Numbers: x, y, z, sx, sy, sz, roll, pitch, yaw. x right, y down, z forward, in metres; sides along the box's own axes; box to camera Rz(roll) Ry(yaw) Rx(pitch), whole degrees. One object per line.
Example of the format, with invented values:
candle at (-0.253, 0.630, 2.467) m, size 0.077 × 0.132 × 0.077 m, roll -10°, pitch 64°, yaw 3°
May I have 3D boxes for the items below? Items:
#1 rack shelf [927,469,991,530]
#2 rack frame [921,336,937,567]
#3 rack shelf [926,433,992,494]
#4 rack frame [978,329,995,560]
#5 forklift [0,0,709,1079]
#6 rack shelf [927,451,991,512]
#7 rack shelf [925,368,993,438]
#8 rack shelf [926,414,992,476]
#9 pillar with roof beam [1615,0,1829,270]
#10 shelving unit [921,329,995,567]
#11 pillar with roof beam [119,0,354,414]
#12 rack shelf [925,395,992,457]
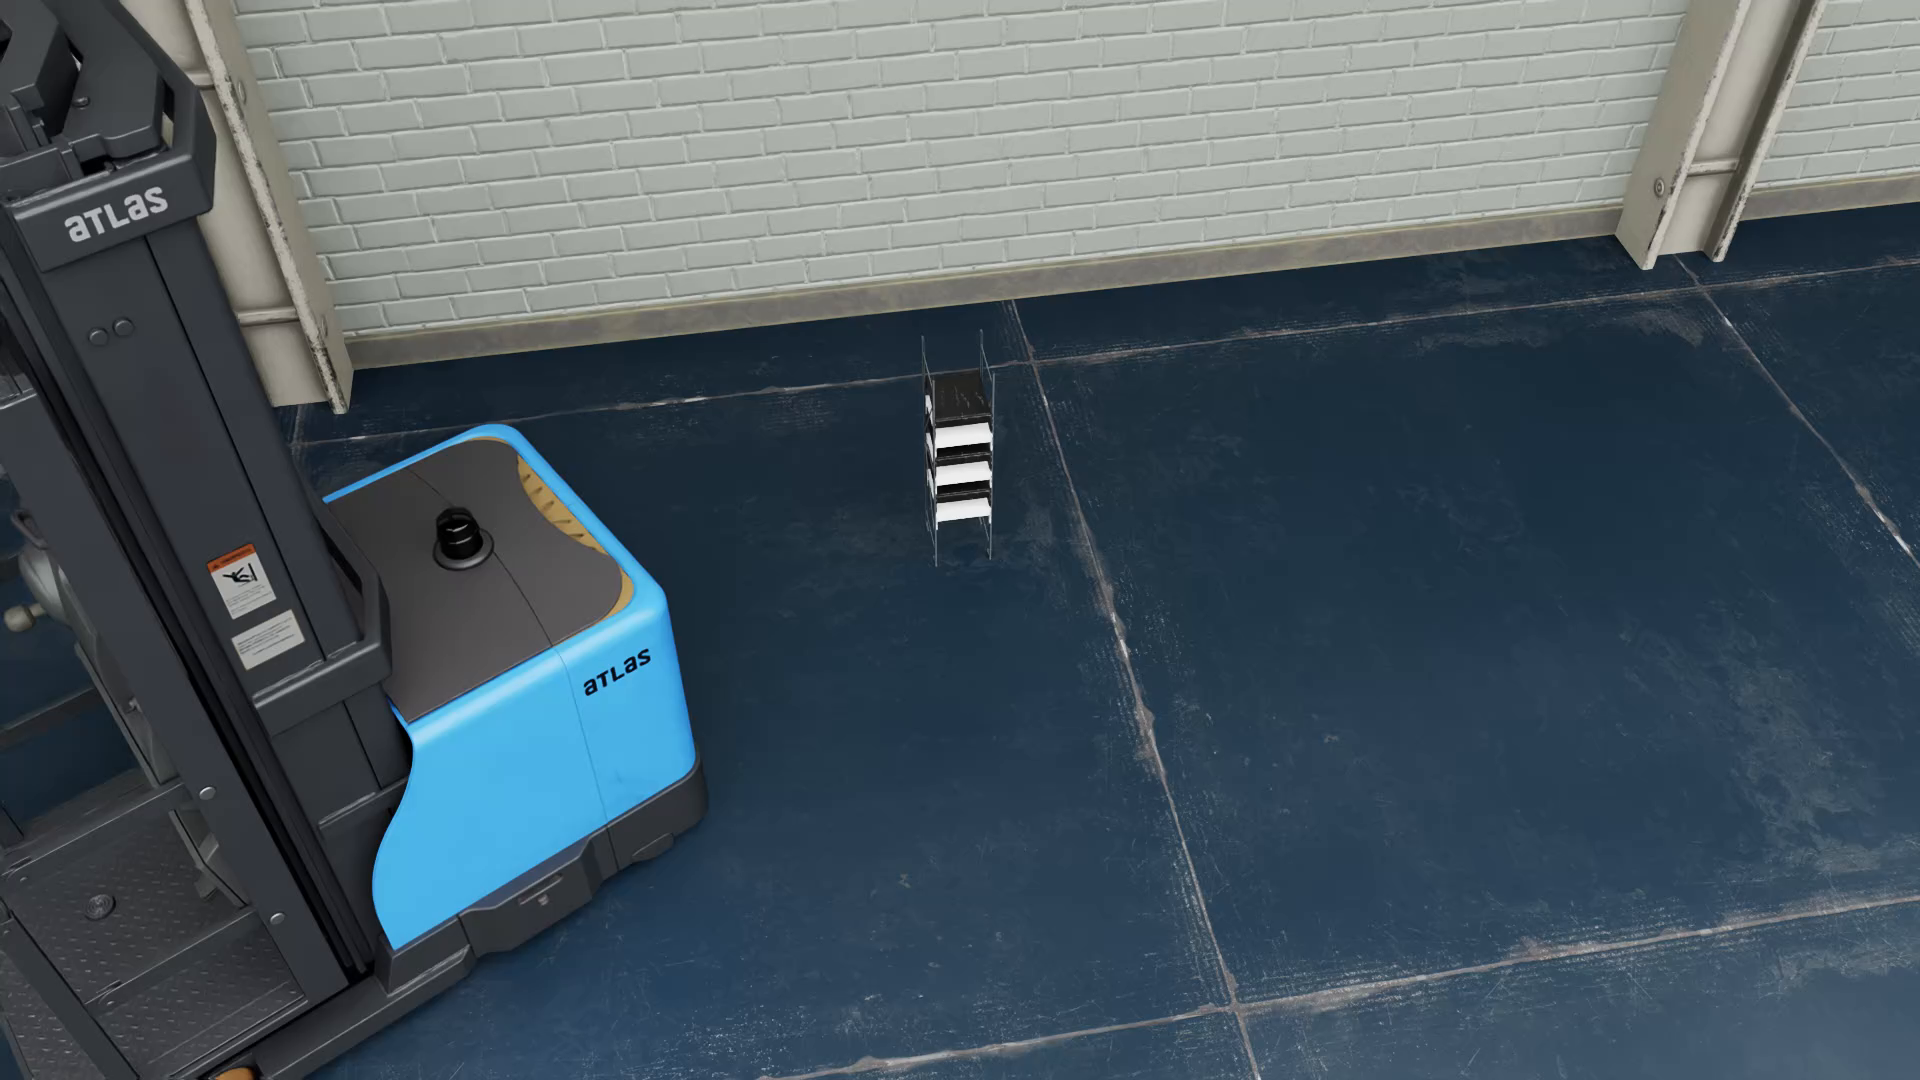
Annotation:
rack shelf at (-0.008, -0.163, 6.079) m, size 0.200 × 0.077 × 0.258 m, roll -7°, pitch 46°, yaw -7°
rack frame at (-0.108, -0.299, 5.913) m, size 0.006 × 0.900 × 0.240 m, roll -7°, pitch 46°, yaw -7°
rack shelf at (-0.008, -0.288, 5.949) m, size 0.200 × 0.077 × 0.258 m, roll -7°, pitch 46°, yaw -7°
rack frame at (0.092, -0.324, 5.937) m, size 0.006 × 0.900 × 0.240 m, roll -7°, pitch 46°, yaw -7°
forklift at (-2.273, 0.277, 3.948) m, size 3.031 × 2.935 × 1.130 m, roll -30°, pitch 53°, yaw -26°
rack shelf at (-0.008, -0.226, 6.014) m, size 0.200 × 0.077 × 0.258 m, roll -7°, pitch 46°, yaw -7°
rack shelf at (-0.008, -0.475, 5.755) m, size 0.200 × 0.077 × 0.258 m, roll -7°, pitch 46°, yaw -7°
rack shelf at (-0.008, -0.351, 5.884) m, size 0.200 × 0.077 × 0.258 m, roll -7°, pitch 46°, yaw -7°
pillar with roof beam at (3.941, -1.405, 1.355) m, size 0.400 × 9.000 × 9.100 m, roll -7°, pitch 46°, yaw -7°
shelving unit at (-0.008, -0.311, 5.925) m, size 0.210 × 0.900 × 0.258 m, roll -7°, pitch 46°, yaw -7°
pillar with roof beam at (-1.971, -0.668, 0.645) m, size 0.400 × 9.000 × 9.100 m, roll -7°, pitch 46°, yaw -7°
rack shelf at (-0.008, -0.413, 5.819) m, size 0.200 × 0.077 × 0.258 m, roll -7°, pitch 46°, yaw -7°
